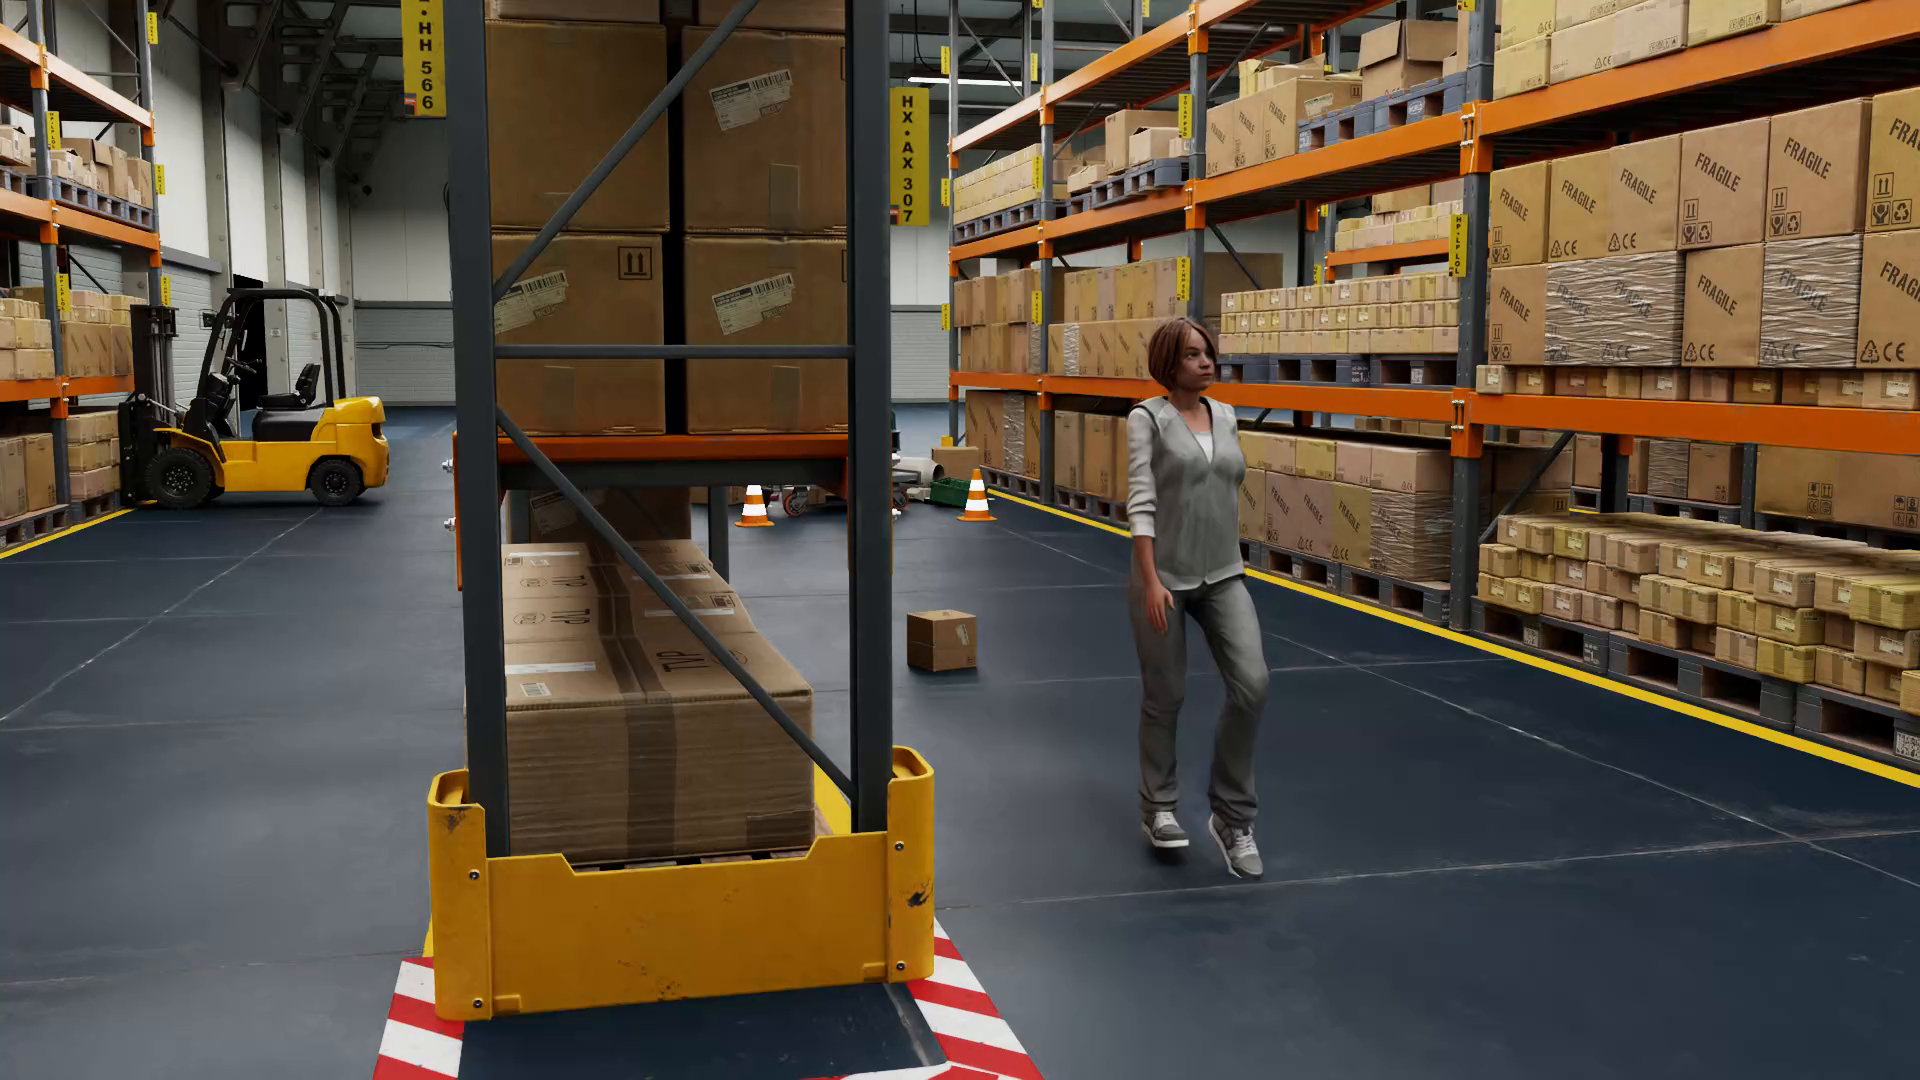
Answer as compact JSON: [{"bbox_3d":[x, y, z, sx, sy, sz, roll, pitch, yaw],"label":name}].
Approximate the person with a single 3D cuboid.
[{"bbox_3d":[0.674,0.168,4.900,0.415,1.640,0.485,-2,7,-17],"label":"person"}]
